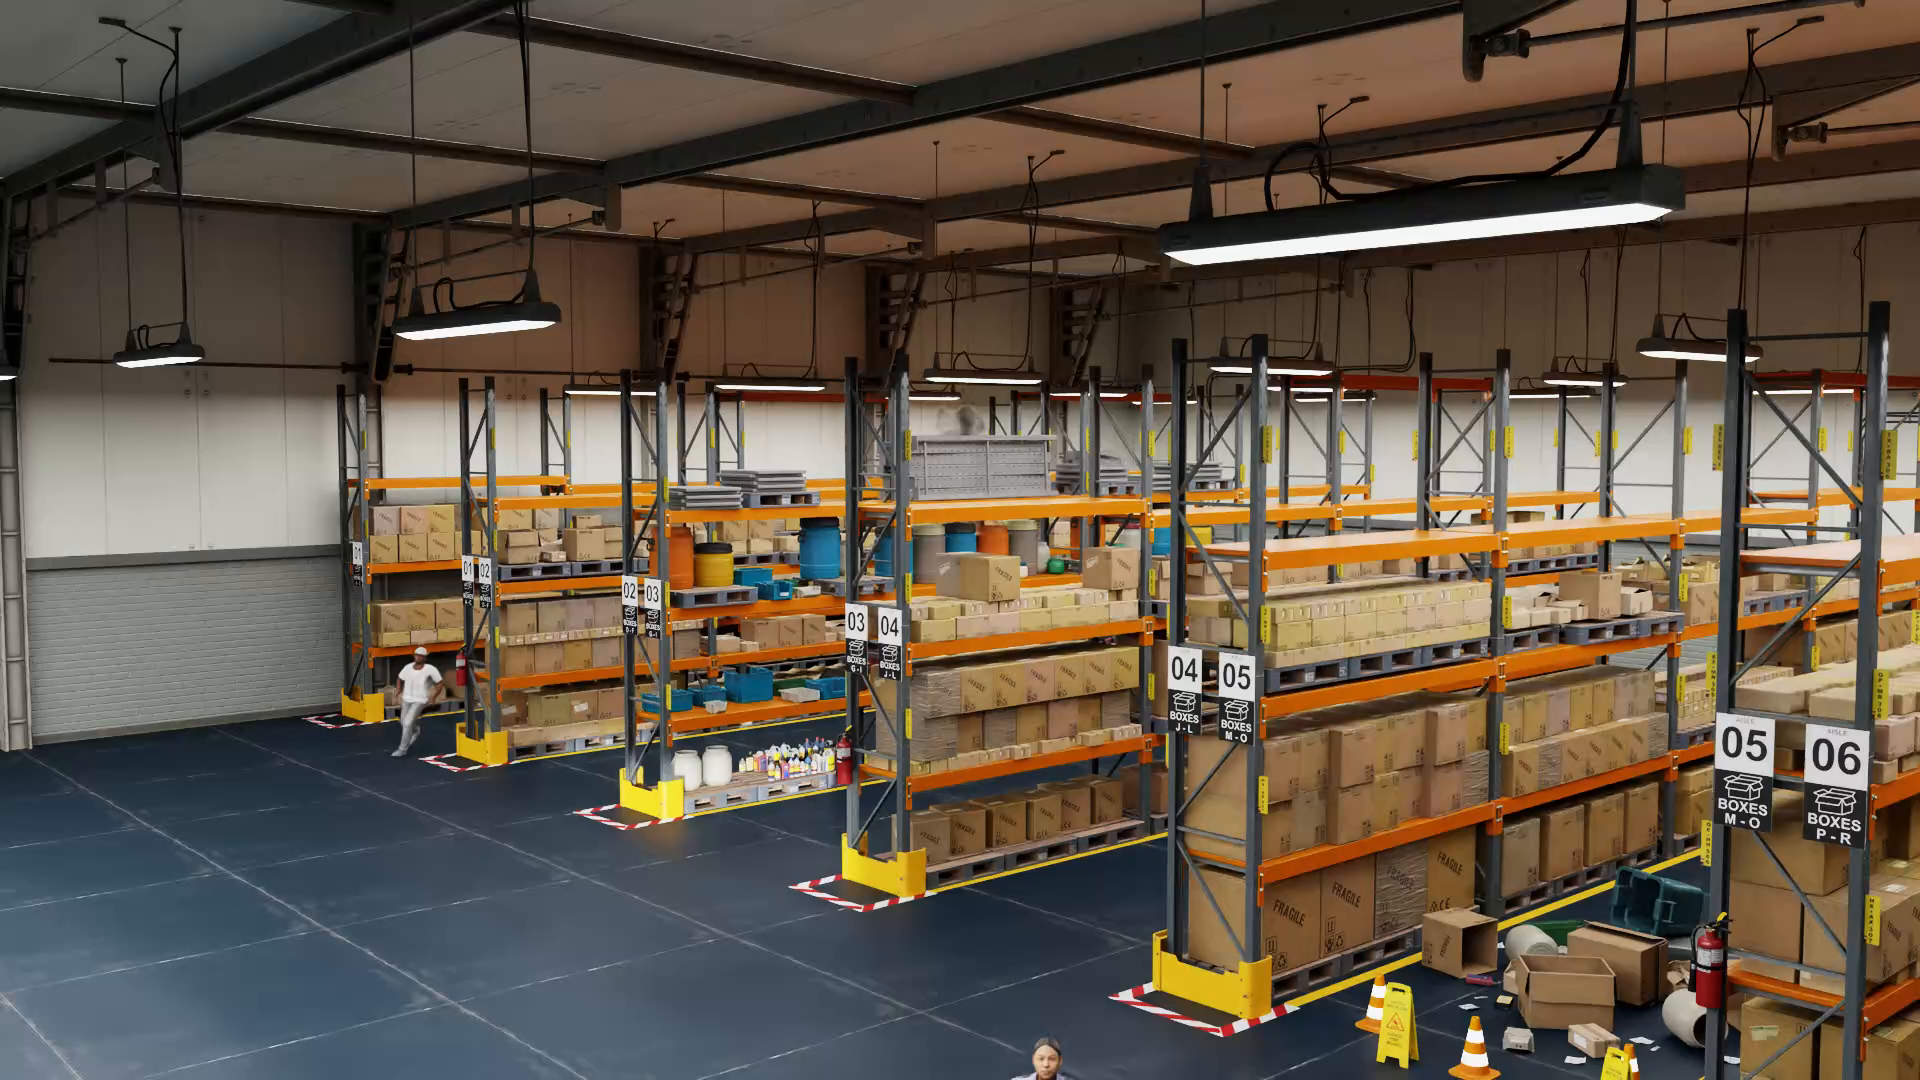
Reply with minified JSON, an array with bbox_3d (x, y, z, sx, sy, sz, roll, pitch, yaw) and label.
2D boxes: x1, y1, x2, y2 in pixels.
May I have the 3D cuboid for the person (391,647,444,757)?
[{"bbox_3d":[-8.670,2.563,26.546,0.763,1.718,0.860,1,4,11],"label":"person"}]

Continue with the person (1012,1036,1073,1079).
[{"bbox_3d":[0.502,3.711,9.723,0.619,1.617,0.830,0,4,5],"label":"person"}]
